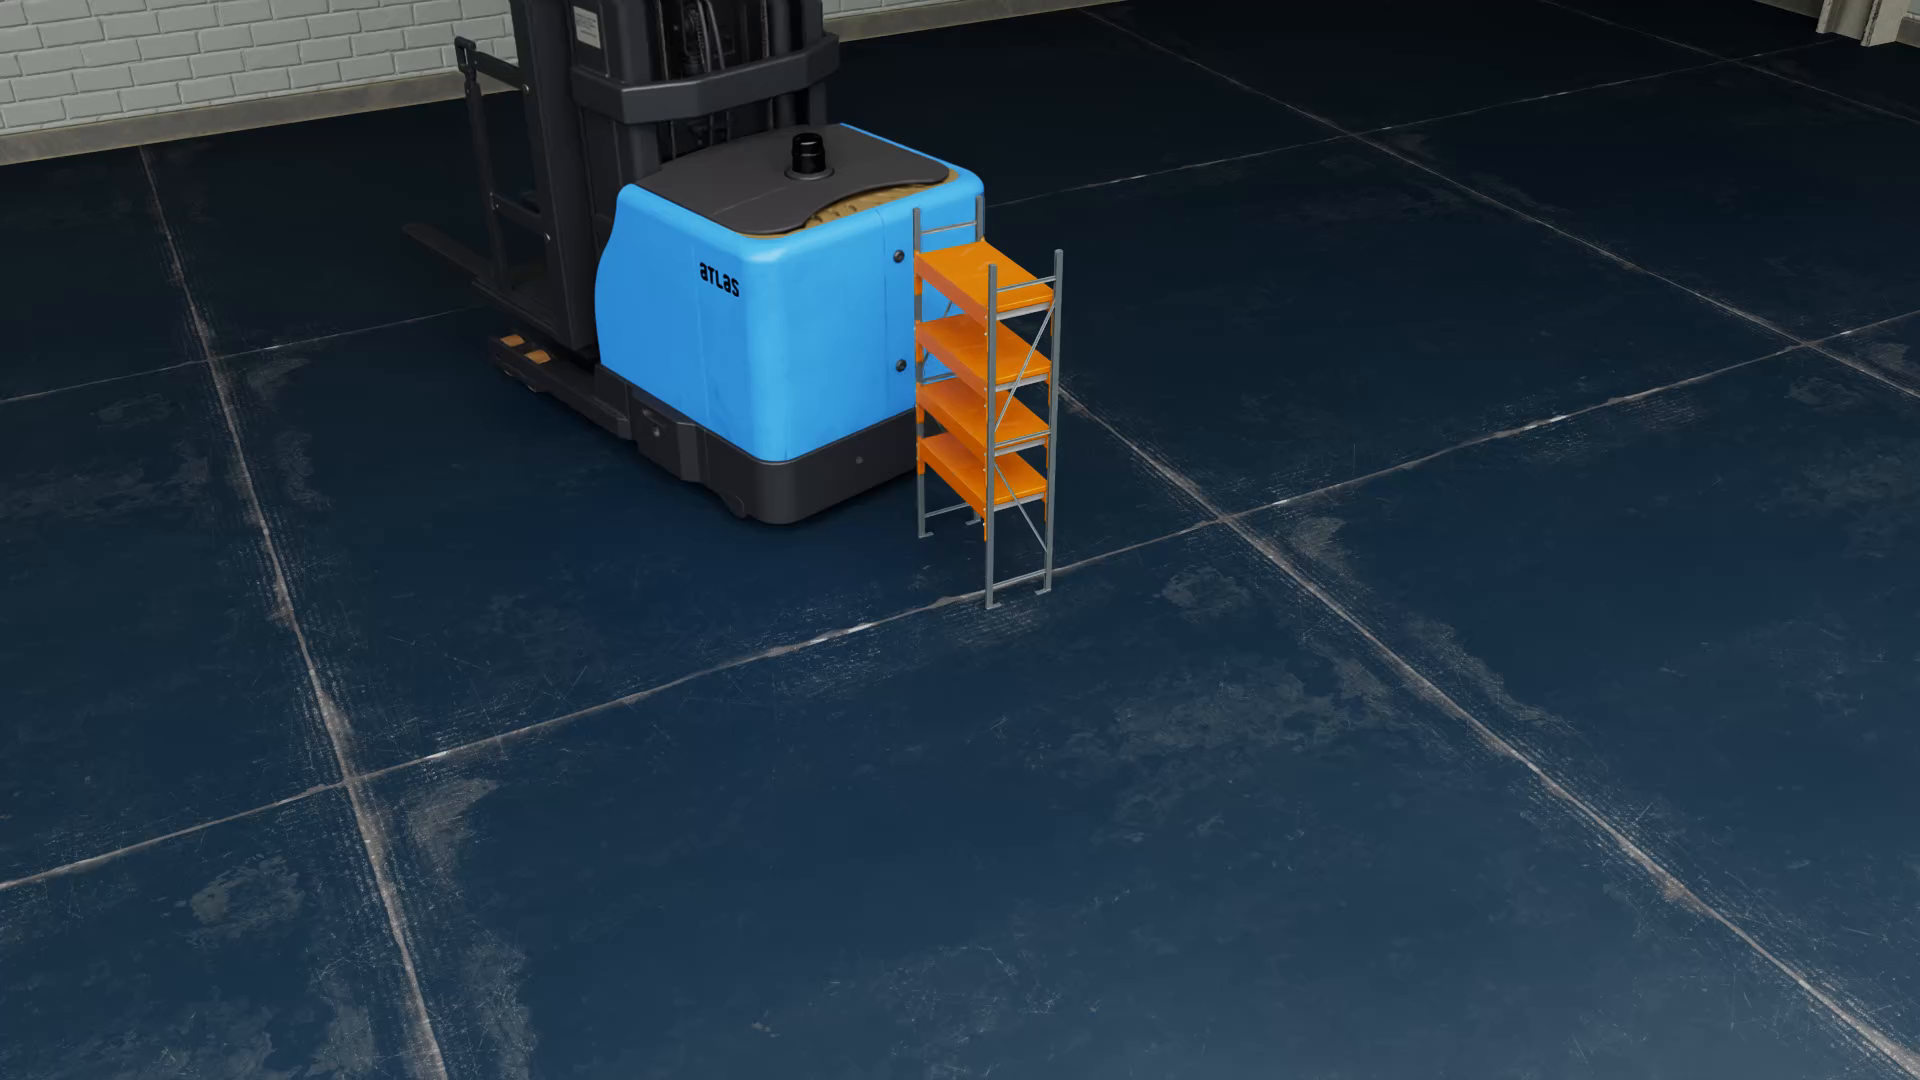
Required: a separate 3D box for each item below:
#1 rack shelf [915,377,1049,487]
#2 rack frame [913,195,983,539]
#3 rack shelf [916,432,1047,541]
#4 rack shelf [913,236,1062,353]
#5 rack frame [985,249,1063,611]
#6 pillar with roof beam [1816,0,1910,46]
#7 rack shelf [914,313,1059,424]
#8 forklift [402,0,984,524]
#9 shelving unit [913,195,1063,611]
[{"bbox_3d":[0.077,-0.370,5.339,0.258,0.148,0.480,-16,36,-23],"label":"rack shelf"},{"bbox_3d":[-0.037,-0.543,5.485,0.240,1.200,0.015,-16,36,-23],"label":"rack frame"},{"bbox_3d":[0.077,-0.202,5.446,0.258,0.148,0.480,-16,36,-23],"label":"rack shelf"},{"bbox_3d":[0.077,-0.757,5.091,0.258,0.148,0.480,-16,36,-23],"label":"rack shelf"},{"bbox_3d":[0.191,-0.310,5.121,0.240,1.200,0.015,-16,36,-23],"label":"rack frame"},{"bbox_3d":[2.078,-6.017,6.801,9.100,9.000,0.400,-16,36,-23],"label":"pillar with roof beam"},{"bbox_3d":[0.077,-0.558,5.219,0.258,0.148,0.480,-16,36,-23],"label":"rack shelf"},{"bbox_3d":[-1.269,-1.995,6.147,1.130,2.935,3.031,-26,41,-35],"label":"forklift"},{"bbox_3d":[0.077,-0.426,5.303,0.258,1.200,0.503,-16,36,-23],"label":"shelving unit"}]
